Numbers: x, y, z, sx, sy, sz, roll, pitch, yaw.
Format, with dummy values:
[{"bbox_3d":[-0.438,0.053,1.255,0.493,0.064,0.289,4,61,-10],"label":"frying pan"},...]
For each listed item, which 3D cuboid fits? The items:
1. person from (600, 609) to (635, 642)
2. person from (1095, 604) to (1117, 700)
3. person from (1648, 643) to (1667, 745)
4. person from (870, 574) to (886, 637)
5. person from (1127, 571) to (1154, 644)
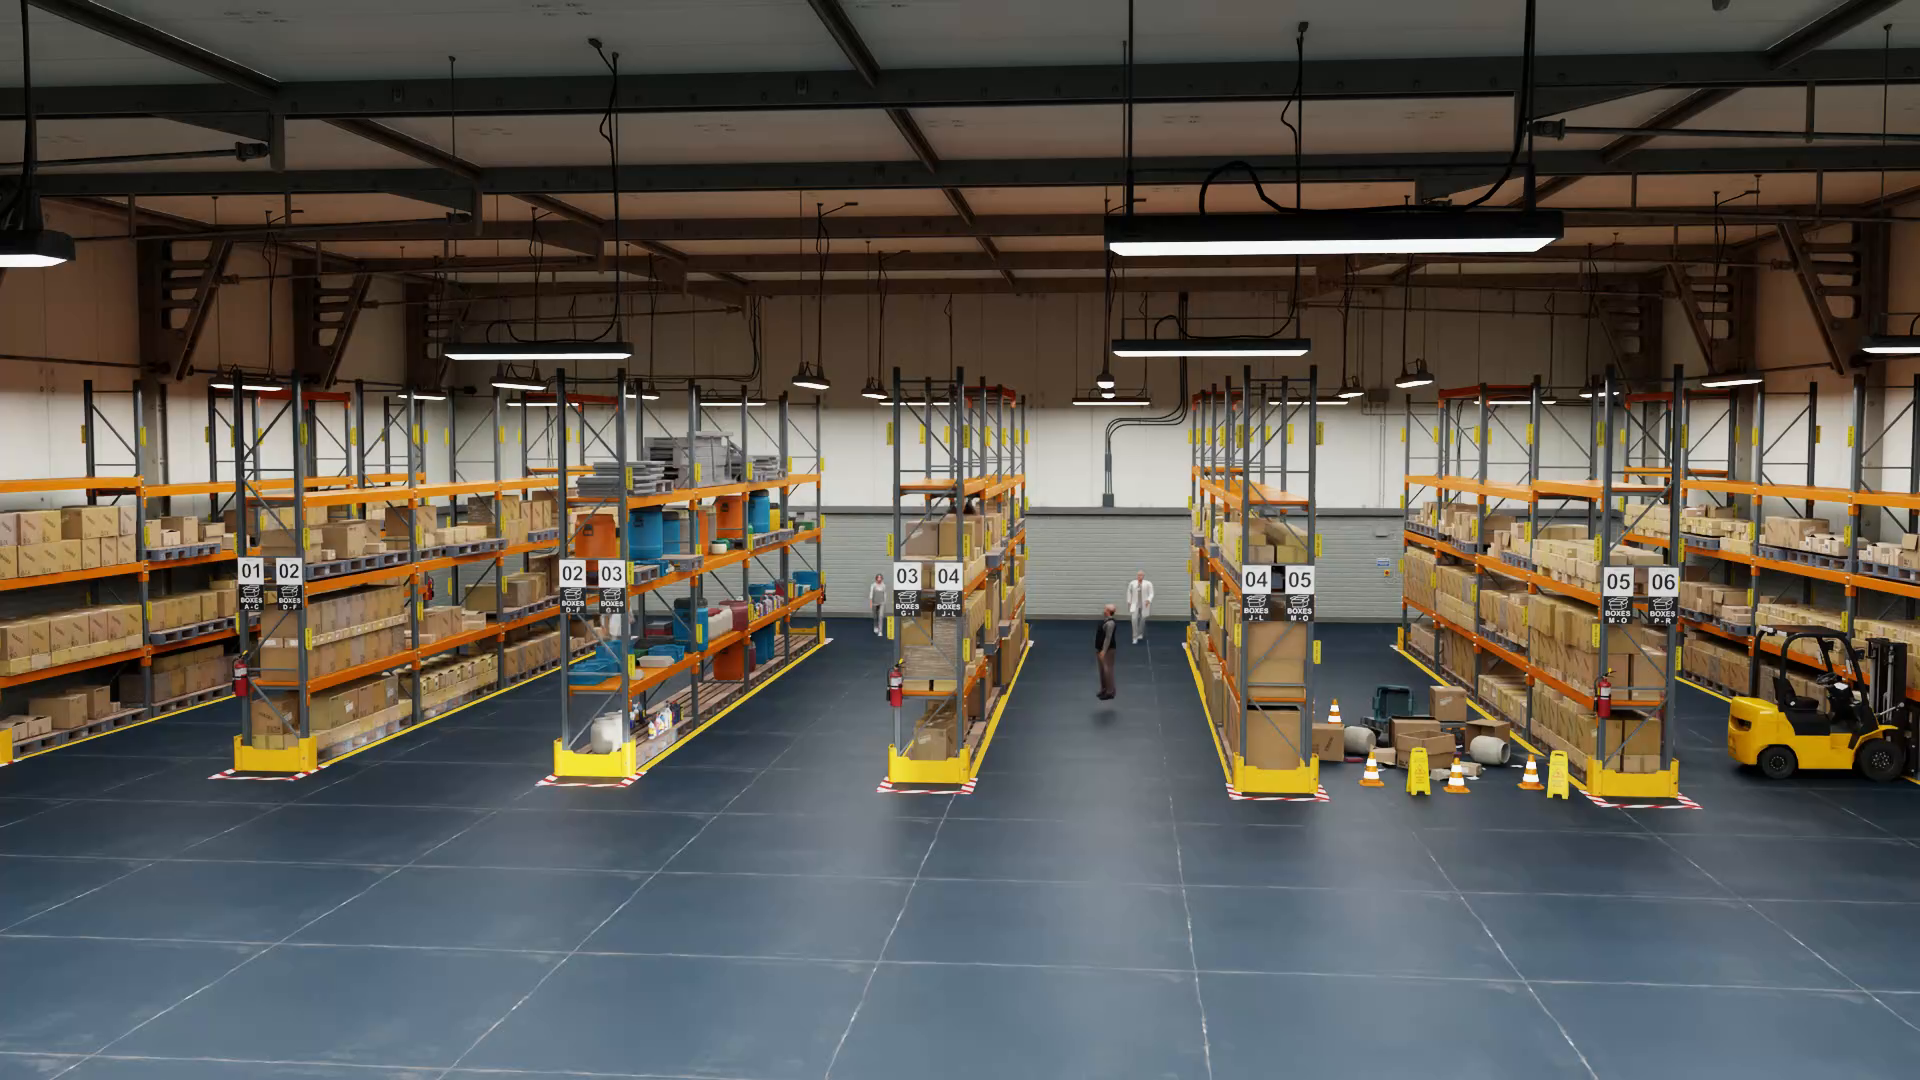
[{"bbox_3d":[-7.108,1.953,34.394,0.701,1.747,0.995,0,4,3],"label":"person"},{"bbox_3d":[2.658,2.026,30.378,0.434,1.723,0.545,-1,4,-19],"label":"person"},{"bbox_3d":[11.320,2.509,26.901,0.492,1.685,0.370,-2,4,-32],"label":"person"},{"bbox_3d":[-2.061,1.618,41.773,0.418,1.553,0.902,0,4,0],"label":"person"},{"bbox_3d":[4.397,1.649,40.661,0.634,1.814,0.935,1,4,9],"label":"person"}]
